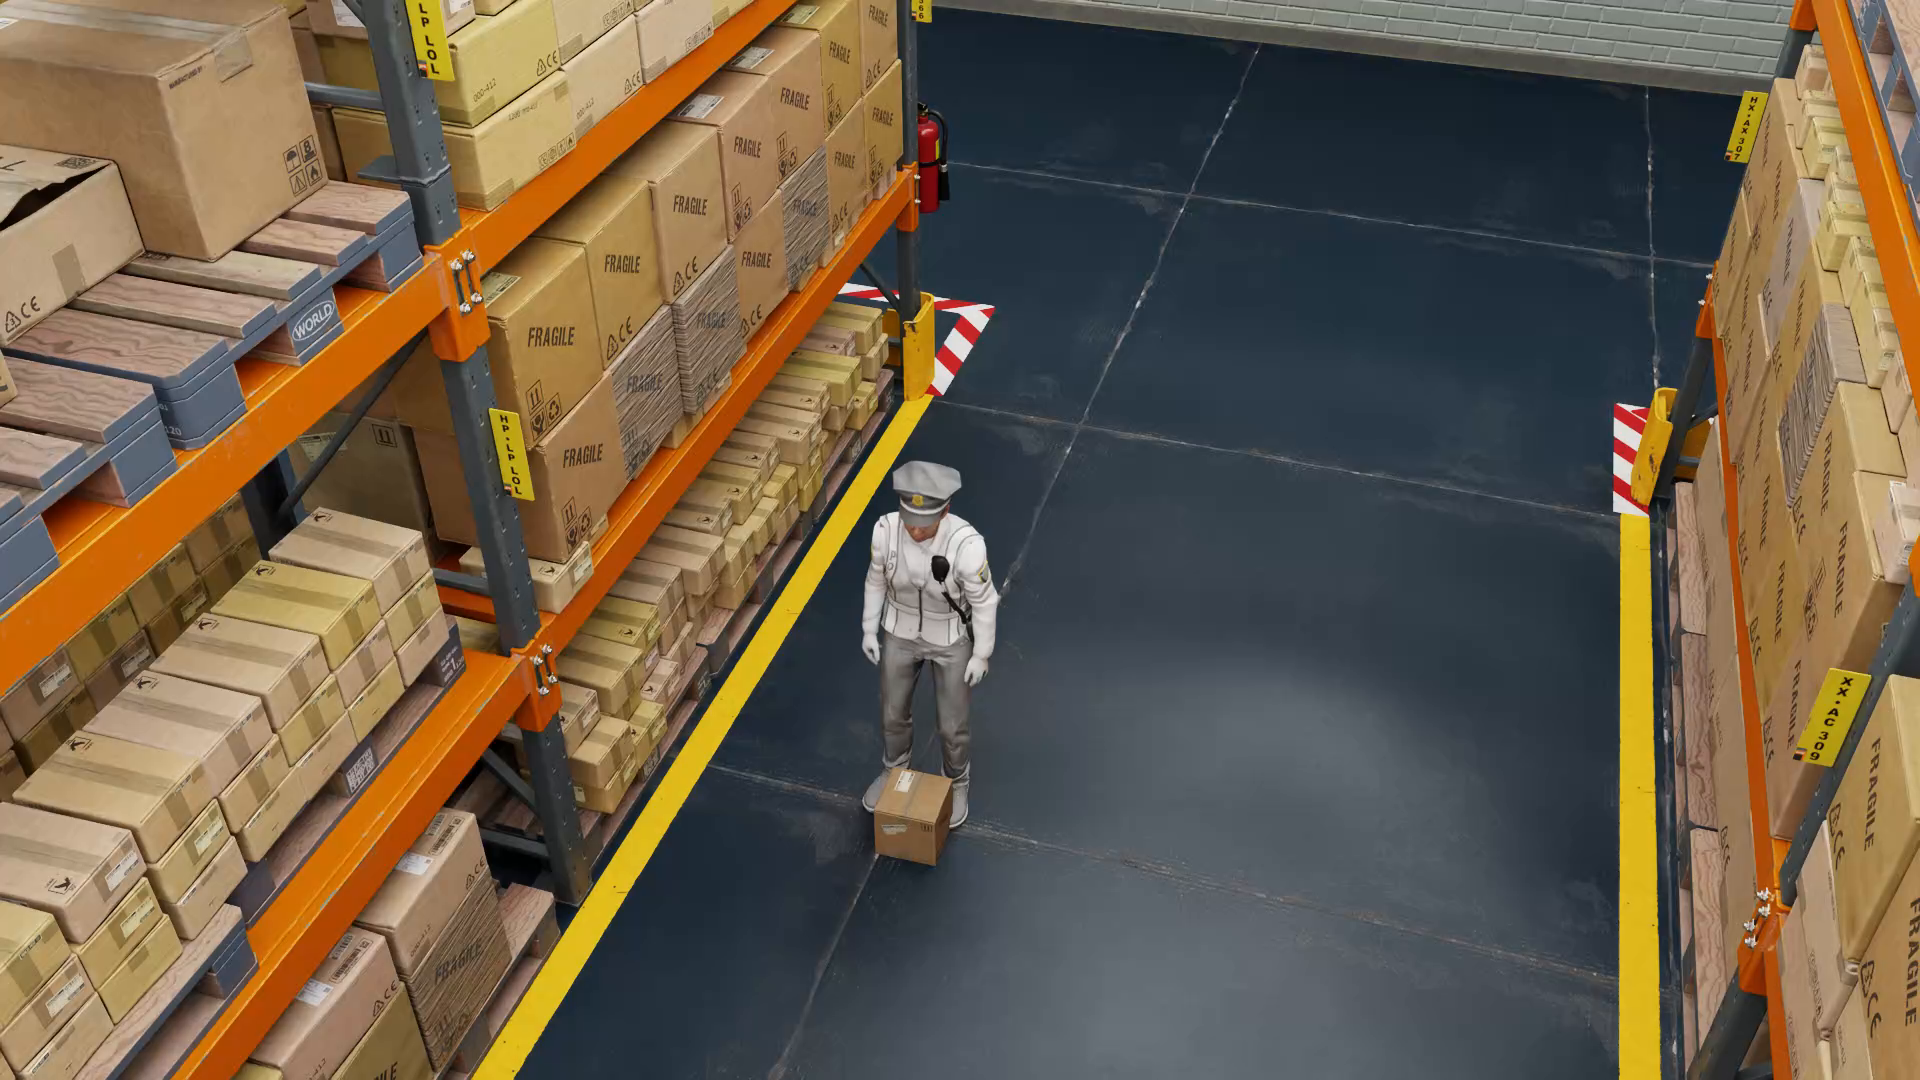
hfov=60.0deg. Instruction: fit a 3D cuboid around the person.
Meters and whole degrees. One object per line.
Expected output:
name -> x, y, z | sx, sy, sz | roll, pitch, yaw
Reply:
person -> -0.124, 0.393, 6.371 | 0.526, 1.663, 0.375 | 11, 39, 14
